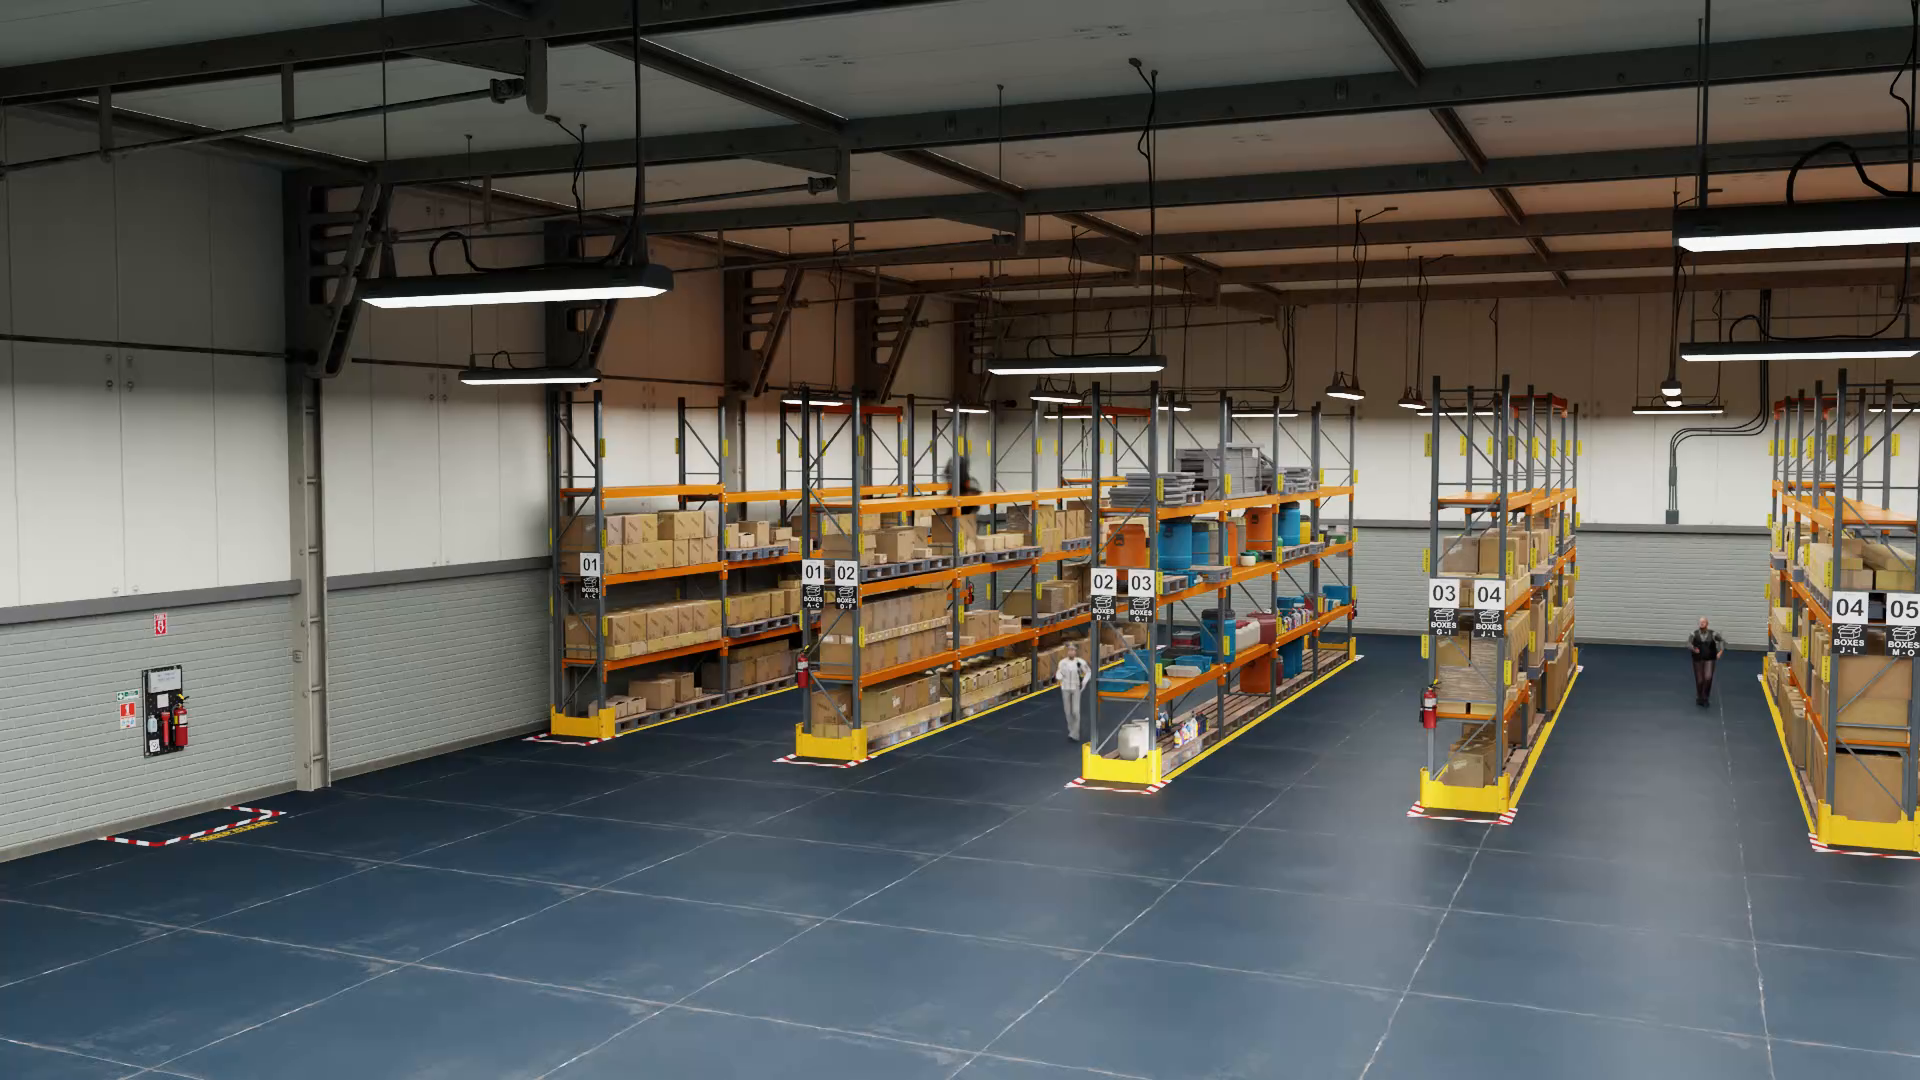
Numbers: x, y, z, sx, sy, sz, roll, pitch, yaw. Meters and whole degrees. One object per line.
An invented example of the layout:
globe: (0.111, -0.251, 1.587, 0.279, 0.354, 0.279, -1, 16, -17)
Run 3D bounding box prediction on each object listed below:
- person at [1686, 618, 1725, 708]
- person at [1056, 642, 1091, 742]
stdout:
person: (14.468, 2.383, 32.322, 0.661, 1.743, 0.733, 2, 4, 31)
person: (1.916, 2.595, 28.401, 0.590, 1.712, 0.638, 1, 3, 15)
